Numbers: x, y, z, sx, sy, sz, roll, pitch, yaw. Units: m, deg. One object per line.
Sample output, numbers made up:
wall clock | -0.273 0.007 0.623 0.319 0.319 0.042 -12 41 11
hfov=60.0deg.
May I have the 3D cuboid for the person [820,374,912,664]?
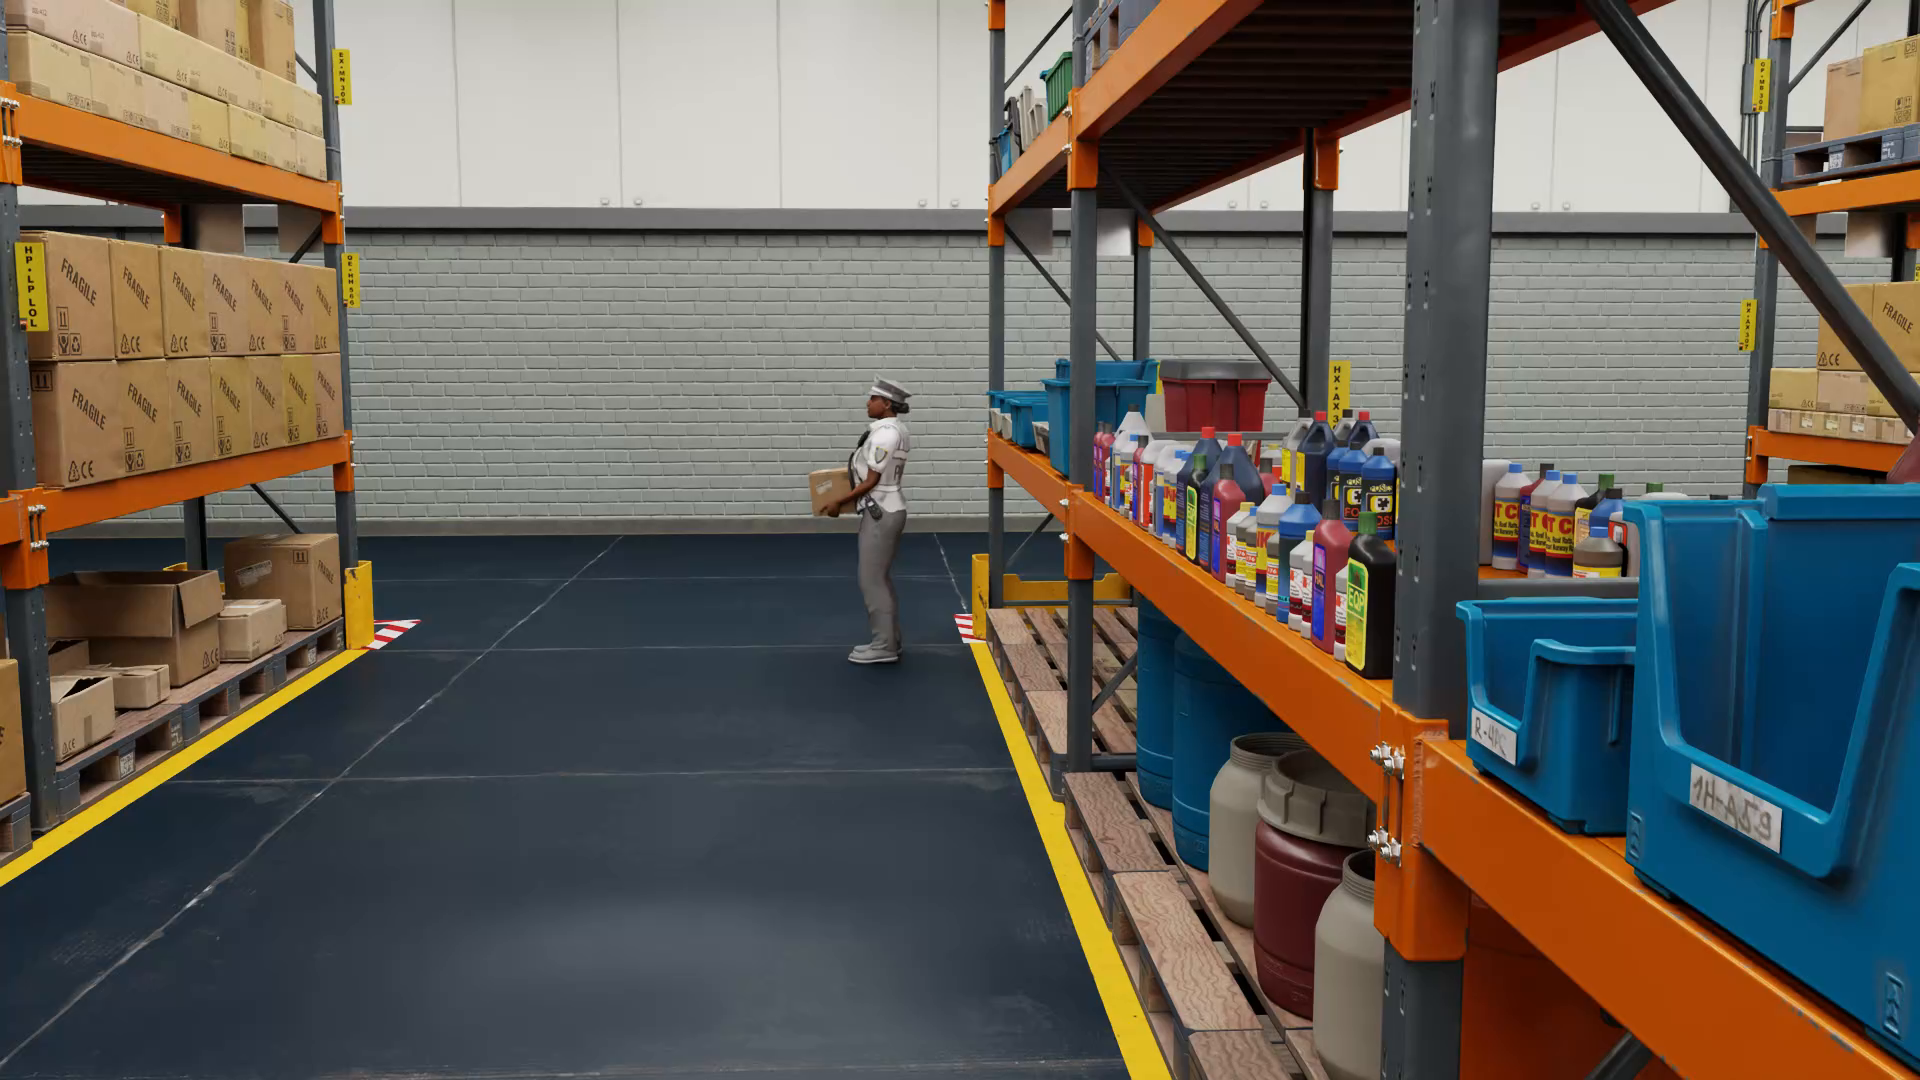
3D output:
person | -0.542 -0.130 9.765 0.531 1.687 0.451 0 7 4
